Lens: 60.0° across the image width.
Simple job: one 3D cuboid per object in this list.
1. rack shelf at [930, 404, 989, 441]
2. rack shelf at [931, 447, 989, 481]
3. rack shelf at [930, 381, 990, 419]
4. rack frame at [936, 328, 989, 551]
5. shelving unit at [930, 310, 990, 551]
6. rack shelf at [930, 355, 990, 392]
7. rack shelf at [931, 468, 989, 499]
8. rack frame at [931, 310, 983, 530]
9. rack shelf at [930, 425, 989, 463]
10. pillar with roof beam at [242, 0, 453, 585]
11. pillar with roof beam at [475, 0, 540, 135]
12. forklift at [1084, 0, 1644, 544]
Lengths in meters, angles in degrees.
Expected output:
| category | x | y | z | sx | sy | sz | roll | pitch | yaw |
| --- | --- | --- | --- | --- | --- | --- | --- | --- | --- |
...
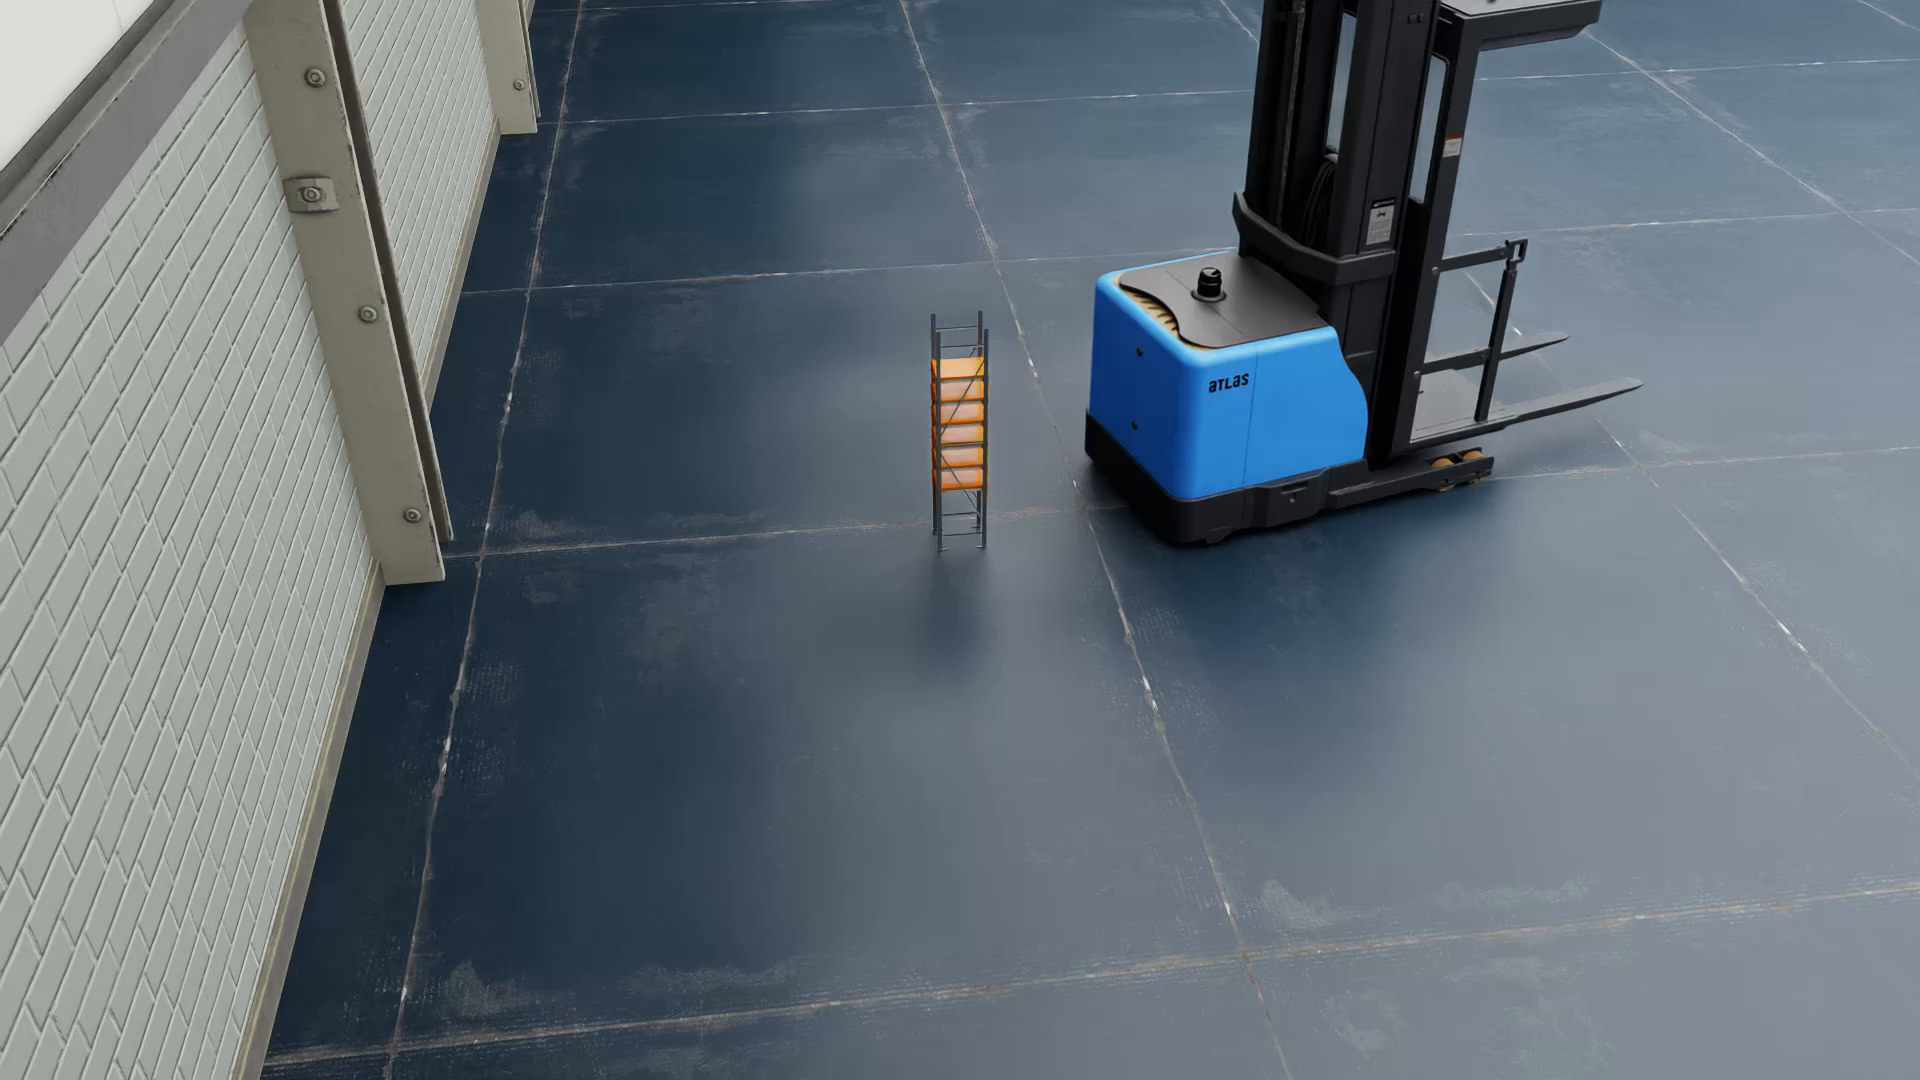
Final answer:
| category | x | y | z | sx | sy | sz | roll | pitch | yaw |
| --- | --- | --- | --- | --- | --- | --- | --- | --- | --- |
| rack shelf | -0.002 | -0.566 | 7.881 | 0.258 | 0.103 | 0.180 | -4 | 35 | -6 |
| rack shelf | -0.002 | -0.368 | 8.017 | 0.258 | 0.103 | 0.180 | -4 | 35 | -6 |
| rack shelf | -0.002 | -0.665 | 7.814 | 0.258 | 0.103 | 0.180 | -4 | 35 | -6 |
| rack frame | 0.010 | -0.453 | 7.849 | 0.240 | 1.200 | 0.006 | -4 | 35 | -6 |
| shelving unit | -0.002 | -0.504 | 7.924 | 0.258 | 1.200 | 0.189 | -4 | 35 | -6 |
| rack shelf | -0.002 | -0.765 | 7.746 | 0.258 | 0.103 | 0.180 | -4 | 35 | -6 |
| rack shelf | -0.002 | -0.269 | 8.084 | 0.258 | 0.103 | 0.180 | -4 | 35 | -6 |
| rack frame | -0.014 | -0.555 | 7.999 | 0.240 | 1.200 | 0.006 | -4 | 35 | -6 |
| rack shelf | -0.002 | -0.467 | 7.949 | 0.258 | 0.103 | 0.180 | -4 | 35 | -6 |
| pillar with roof beam | 1.615 | -3.949 | 6.054 | 9.100 | 9.000 | 0.400 | -4 | 35 | -6 |
| pillar with roof beam | 0.808 | -7.297 | 10.967 | 9.100 | 9.000 | 0.400 | -4 | 35 | -6 |
| forklift | 2.226 | -1.725 | 8.178 | 3.031 | 2.935 | 1.130 | -13 | 37 | -19 |
